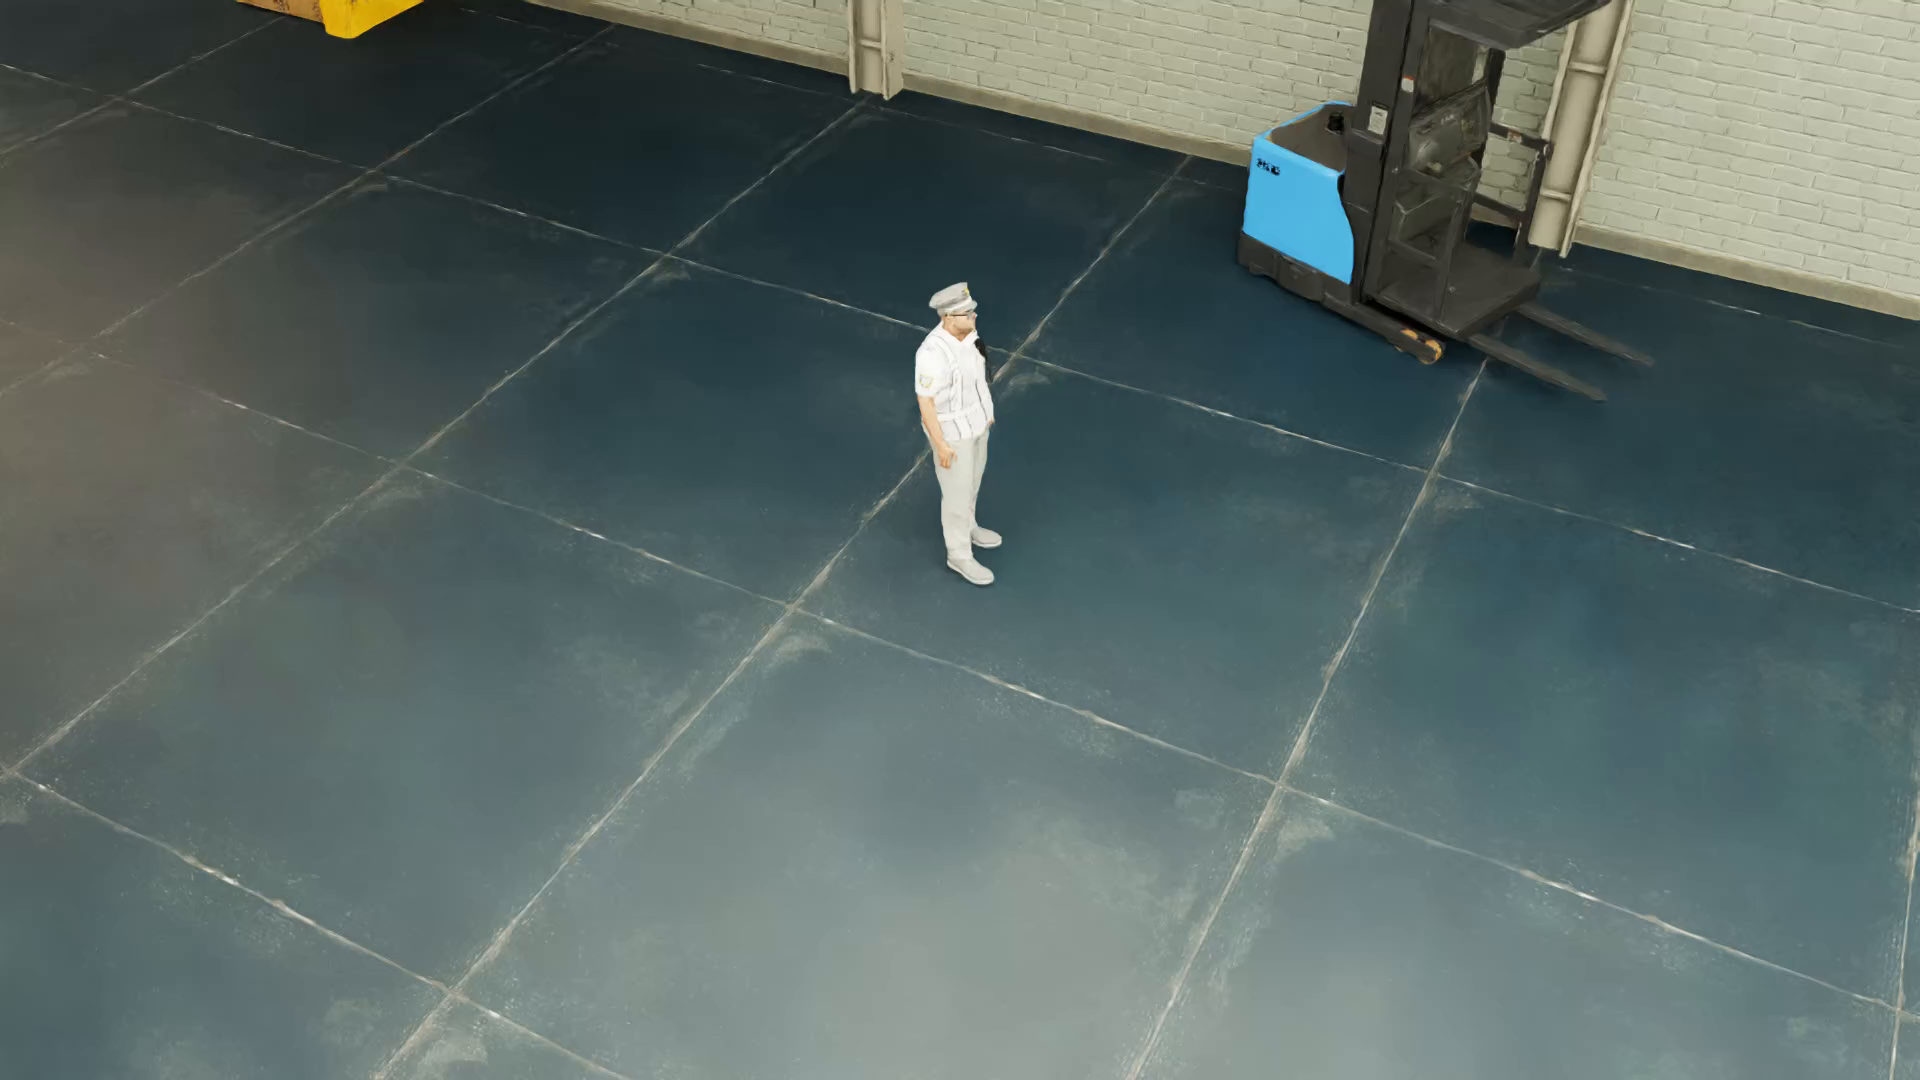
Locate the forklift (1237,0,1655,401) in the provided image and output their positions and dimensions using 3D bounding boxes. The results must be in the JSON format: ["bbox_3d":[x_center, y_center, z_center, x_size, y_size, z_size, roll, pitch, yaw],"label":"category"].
[{"bbox_3d":[3.483,-2.735,11.234,1.130,2.935,3.031,-31,49,-31],"label":"forklift"}]

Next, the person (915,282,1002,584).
[{"bbox_3d":[0.064,-0.658,9.647,0.574,1.781,0.640,18,43,21],"label":"person"}]
